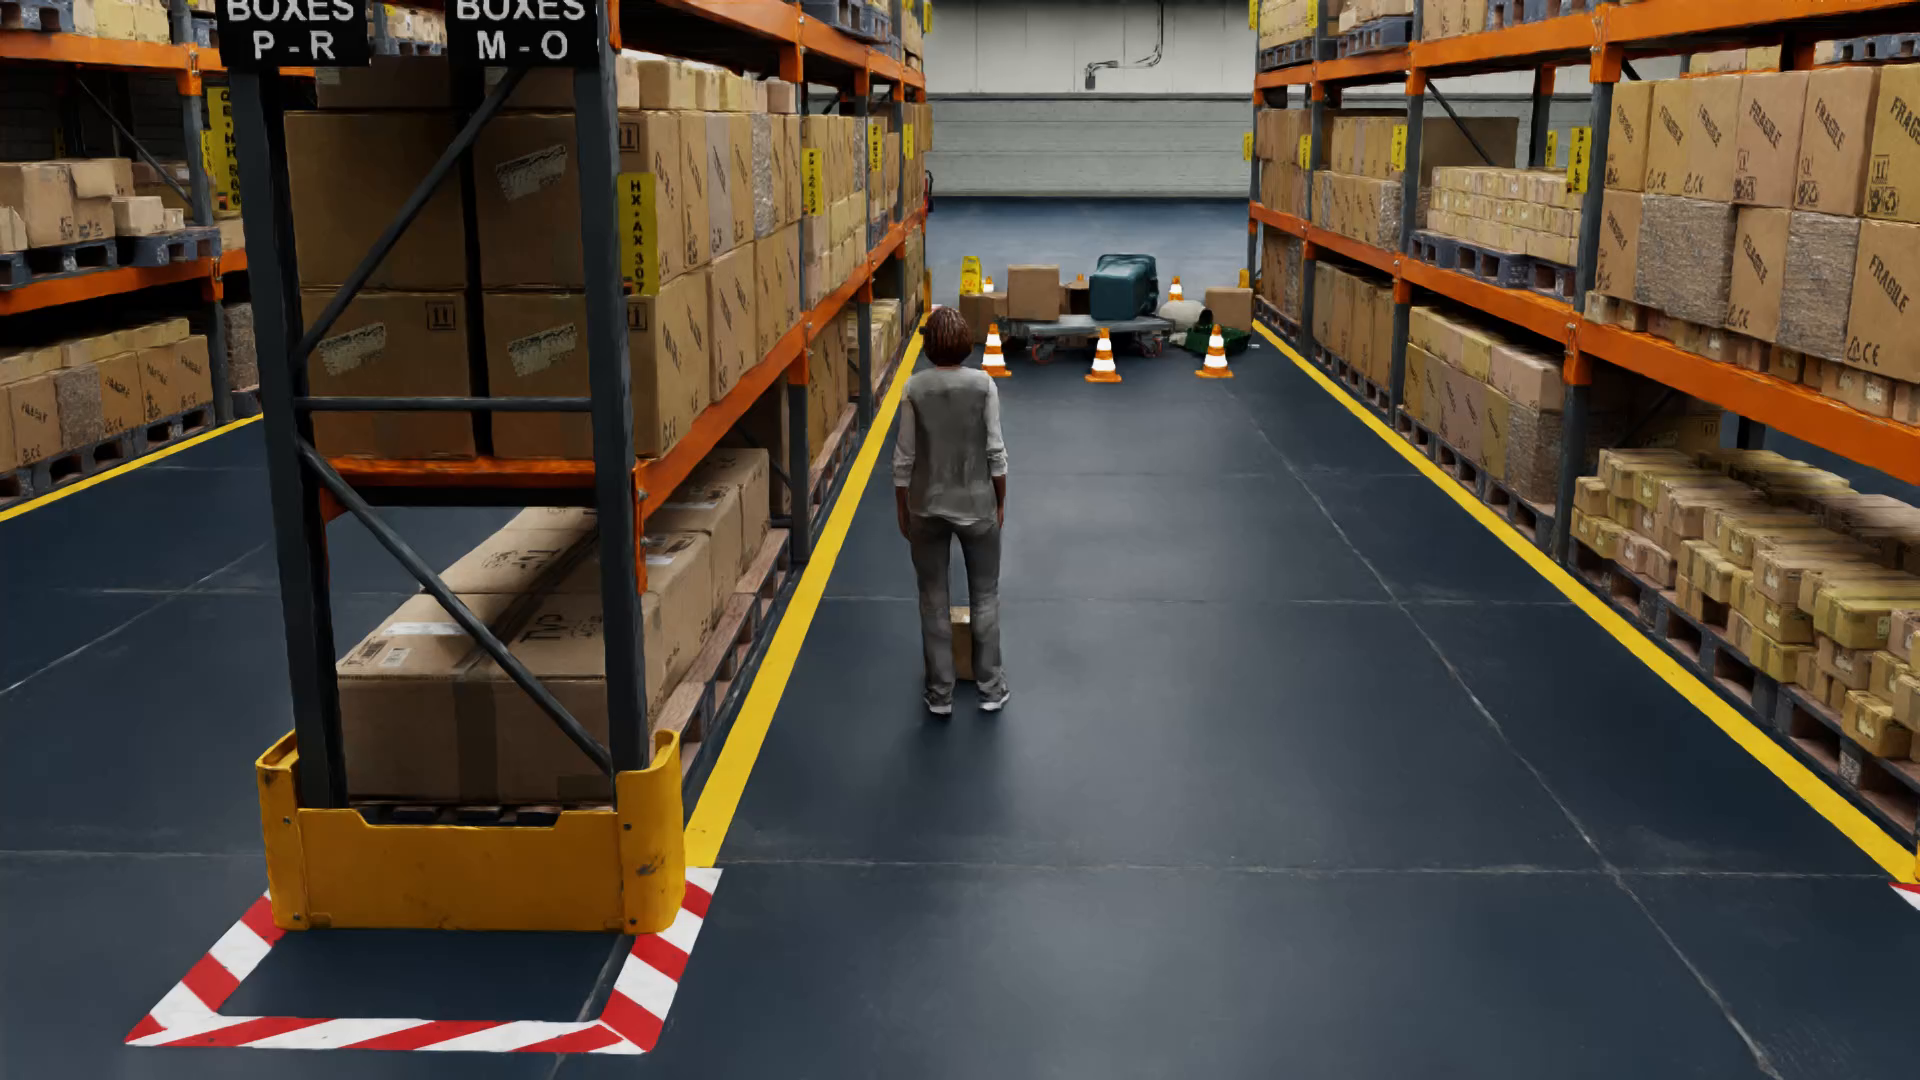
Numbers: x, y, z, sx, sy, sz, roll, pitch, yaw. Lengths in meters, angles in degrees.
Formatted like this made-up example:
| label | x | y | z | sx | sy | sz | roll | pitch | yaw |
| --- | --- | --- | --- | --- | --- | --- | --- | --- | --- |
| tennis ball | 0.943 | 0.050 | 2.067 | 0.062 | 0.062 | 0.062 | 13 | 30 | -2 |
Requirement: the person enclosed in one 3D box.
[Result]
| label | x | y | z | sx | sy | sz | roll | pitch | yaw |
| --- | --- | --- | --- | --- | --- | --- | --- | --- | --- |
| person | -0.031 | -0.112 | 6.452 | 0.453 | 1.603 | 0.367 | 1 | 14 | 2 |
